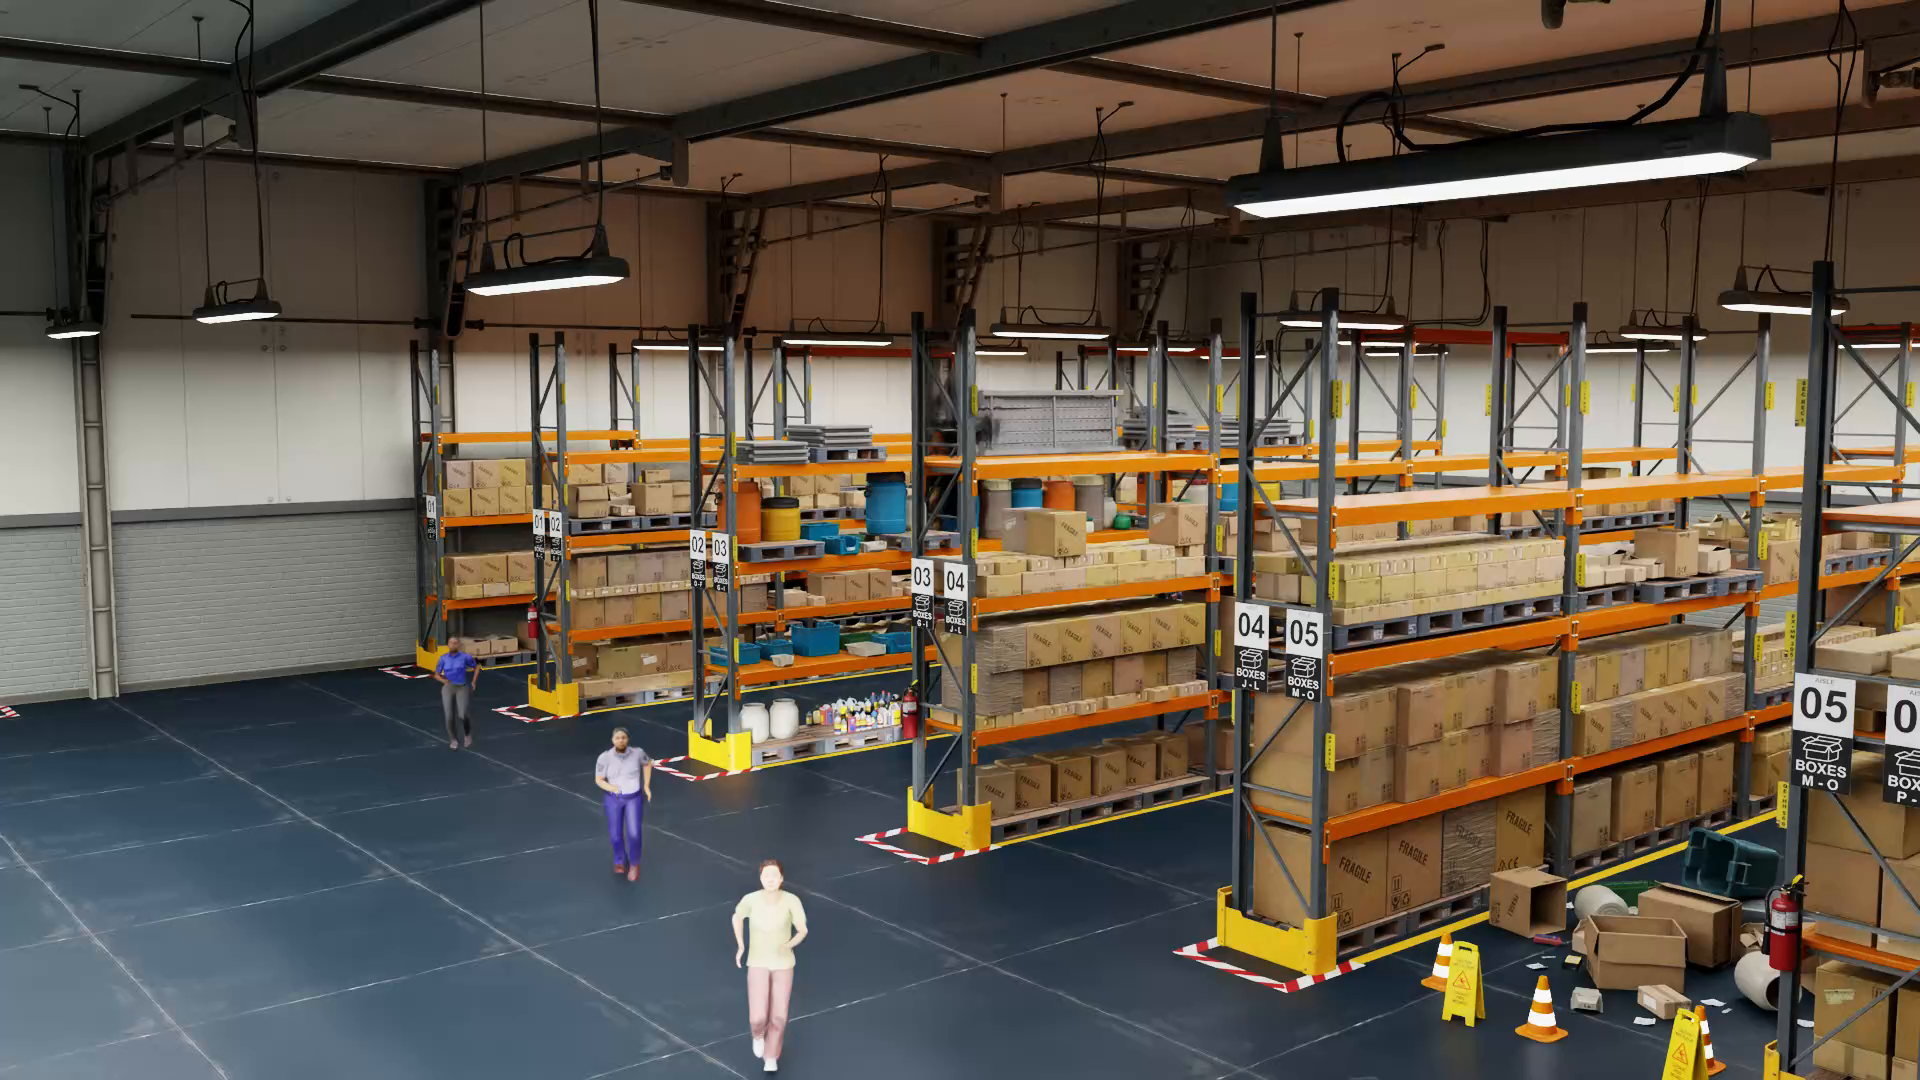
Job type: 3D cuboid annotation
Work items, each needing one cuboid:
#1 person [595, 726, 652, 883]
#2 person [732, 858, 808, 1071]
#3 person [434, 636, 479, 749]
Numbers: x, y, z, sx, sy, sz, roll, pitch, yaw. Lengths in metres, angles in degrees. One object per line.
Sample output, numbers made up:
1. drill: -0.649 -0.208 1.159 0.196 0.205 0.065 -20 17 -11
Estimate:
1. person: -3.502 2.760 17.329 0.573 1.639 0.760 -1 5 -10
2. person: -1.420 3.197 12.445 0.567 1.623 0.537 -1 5 -6
3. person: -7.138 2.178 23.563 0.596 1.613 0.615 -1 5 -10
